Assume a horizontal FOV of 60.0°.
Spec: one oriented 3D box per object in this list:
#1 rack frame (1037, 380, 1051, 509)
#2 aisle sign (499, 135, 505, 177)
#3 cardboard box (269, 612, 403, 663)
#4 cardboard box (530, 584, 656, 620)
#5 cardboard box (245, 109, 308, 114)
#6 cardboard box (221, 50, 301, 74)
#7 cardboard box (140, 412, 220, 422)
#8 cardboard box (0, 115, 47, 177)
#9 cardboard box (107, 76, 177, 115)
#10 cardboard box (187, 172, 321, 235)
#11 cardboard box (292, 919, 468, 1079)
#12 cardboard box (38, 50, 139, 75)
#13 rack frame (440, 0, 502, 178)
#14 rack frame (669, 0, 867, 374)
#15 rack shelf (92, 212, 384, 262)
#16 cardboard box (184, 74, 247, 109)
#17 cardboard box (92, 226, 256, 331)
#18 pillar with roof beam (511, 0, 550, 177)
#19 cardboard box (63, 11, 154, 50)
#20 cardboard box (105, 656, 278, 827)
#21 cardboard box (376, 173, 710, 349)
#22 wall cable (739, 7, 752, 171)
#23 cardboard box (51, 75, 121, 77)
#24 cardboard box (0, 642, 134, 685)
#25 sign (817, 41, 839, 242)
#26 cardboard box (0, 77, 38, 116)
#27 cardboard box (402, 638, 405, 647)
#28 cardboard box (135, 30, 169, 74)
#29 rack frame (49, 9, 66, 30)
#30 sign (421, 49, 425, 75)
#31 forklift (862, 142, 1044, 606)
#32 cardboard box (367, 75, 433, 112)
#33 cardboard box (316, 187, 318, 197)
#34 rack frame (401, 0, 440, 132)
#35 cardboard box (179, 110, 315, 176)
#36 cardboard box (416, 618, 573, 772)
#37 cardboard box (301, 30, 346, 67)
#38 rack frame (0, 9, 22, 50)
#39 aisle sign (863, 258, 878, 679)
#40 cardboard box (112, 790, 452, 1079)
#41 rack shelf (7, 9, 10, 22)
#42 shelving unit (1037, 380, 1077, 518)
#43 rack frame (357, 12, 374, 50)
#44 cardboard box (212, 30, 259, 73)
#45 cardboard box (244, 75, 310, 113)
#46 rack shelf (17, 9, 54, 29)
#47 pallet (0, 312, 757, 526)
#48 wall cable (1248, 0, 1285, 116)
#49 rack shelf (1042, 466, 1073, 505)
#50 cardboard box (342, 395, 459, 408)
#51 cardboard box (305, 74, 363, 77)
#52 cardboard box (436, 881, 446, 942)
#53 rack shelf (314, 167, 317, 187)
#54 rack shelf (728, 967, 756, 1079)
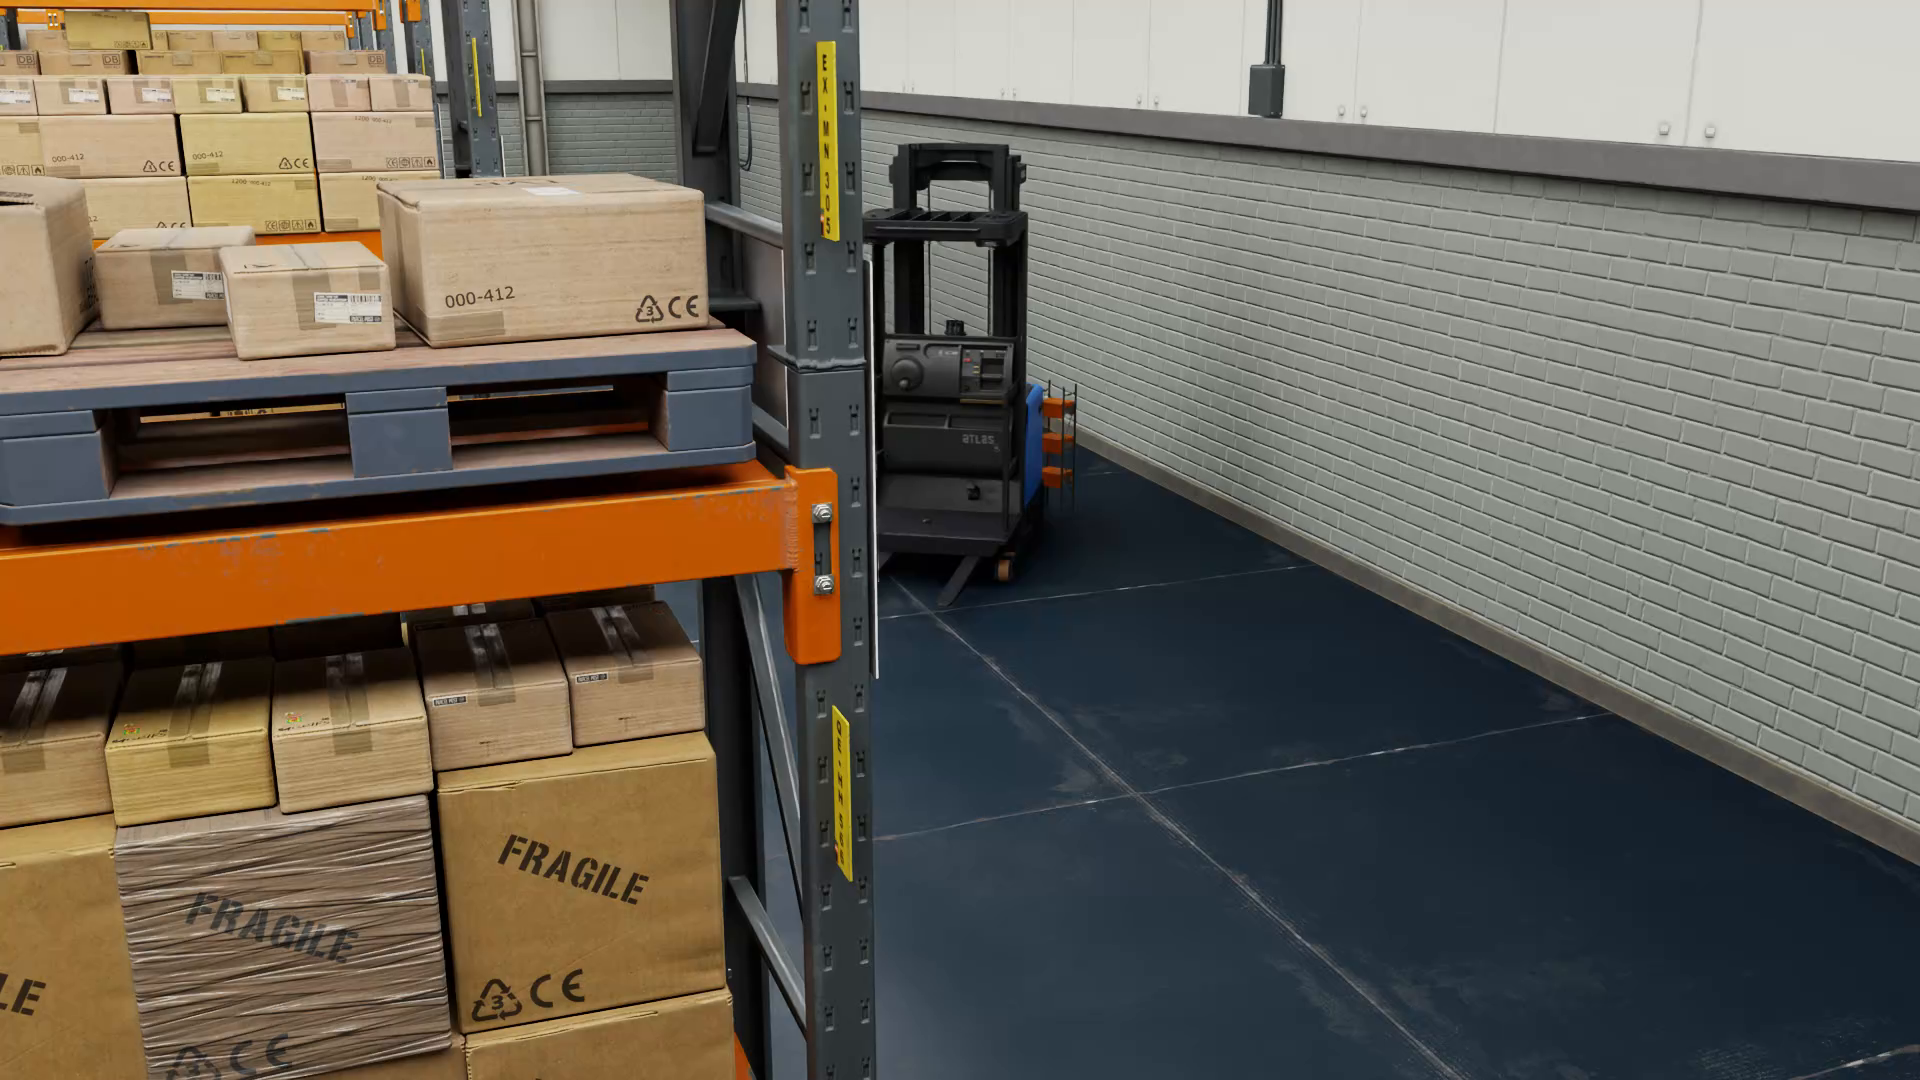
[{"bbox_3d":[0.657,-0.744,13.265,0.008,1.050,0.200,11,19,33],"label":"rack frame"},{"bbox_3d":[-2.096,-1.461,7.636,0.004,0.787,0.394,-6,17,-20],"label":"aisle sign"},{"bbox_3d":[-1.339,0.172,3.585,0.250,0.149,0.380,-6,17,-18],"label":"cardboard box"},{"bbox_3d":[-0.836,0.131,3.726,0.250,0.149,0.380,-6,17,-19],"label":"cardboard box"},{"bbox_3d":[-3.261,-1.864,7.676,0.500,0.250,0.500,-6,18,-21],"label":"cardboard box"},{"bbox_3d":[-4.987,-3.246,11.903,0.500,0.500,0.700,-7,18,-22],"label":"cardboard box"},{"bbox_3d":[-3.565,-0.738,7.309,0.500,0.500,0.500,-5,17,-17],"label":"cardboard box"},{"bbox_3d":[-4.042,-1.628,6.875,0.500,0.250,0.500,-7,18,-22],"label":"cardboard box"},{"bbox_3d":[-3.447,-1.883,7.034,0.250,0.149,0.380,-7,18,-21],"label":"cardboard box"},{"bbox_3d":[-3.075,-1.484,7.270,0.500,0.250,0.500,-6,17,-20],"label":"cardboard box"},{"bbox_3d":[-1.236,1.124,3.270,0.500,0.500,0.500,-7,18,-21],"label":"cardboard box"},{"bbox_3d":[-5.935,-3.097,11.397,0.500,0.500,0.700,-5,17,-18],"label":"cardboard box"},{"bbox_3d":[-2.271,-3.164,7.401,0.127,3.000,1.000,-6,17,-20],"label":"rack frame"},{"bbox_3d":[-0.406,-1.872,3.001,0.127,3.000,1.000,-6,17,-20],"label":"rack frame"},{"bbox_3d":[-4.139,-1.178,7.238,4.000,0.370,1.077,-6,17,-20],"label":"rack shelf"},{"bbox_3d":[-3.407,-2.058,7.629,0.250,0.149,0.380,-6,17,-19],"label":"cardboard box"},{"bbox_3d":[-1.504,-0.512,3.218,0.250,0.149,0.380,-5,17,-18],"label":"cardboard box"},{"bbox_3d":[-5.517,-7.756,23.038,0.400,9.000,9.100,-6,17,-20],"label":"pillar with roof beam"},{"bbox_3d":[-5.842,-3.496,11.425,0.500,0.250,0.500,-7,18,-22],"label":"cardboard box"},{"bbox_3d":[-1.359,0.351,2.975,0.250,0.149,0.380,-6,17,-19],"label":"cardboard box"},{"bbox_3d":[-0.794,-0.541,3.136,0.500,0.250,0.500,-8,18,-25],"label":"cardboard box"},{"bbox_3d":[-3.860,-7.375,27.253,0.112,2.526,3.097,-6,17,-20],"label":"wall cable"},{"bbox_3d":[-3.890,-2.002,7.440,0.250,0.149,0.380,-6,17,-18],"label":"cardboard box"},{"bbox_3d":[-1.805,0.244,3.341,0.250,0.149,0.380,-6,17,-20],"label":"cardboard box"},{"bbox_3d":[-0.225,-0.675,2.819,0.005,0.325,0.100,-6,17,-20],"label":"sign"},{"bbox_3d":[-3.921,-1.824,6.832,0.250,0.149,0.380,-7,18,-22],"label":"cardboard box"},{"bbox_3d":[-1.436,0.507,3.598,0.500,0.500,0.500,-7,18,-22],"label":"cardboard box"},{"bbox_3d":[-9.805,-5.895,20.074,0.500,0.500,0.700,-6,17,-20],"label":"cardboard box"},{"bbox_3d":[-13.004,-7.985,23.820,0.127,3.000,1.000,-6,17,-20],"label":"rack frame"},{"bbox_3d":[-3.771,-3.282,11.698,0.005,0.325,0.100,-6,17,-20],"label":"sign"},{"bbox_3d":[-0.122,-1.219,11.548,1.130,2.935,3.031,3,17,10],"label":"forklift"},{"bbox_3d":[-2.477,-1.973,7.341,0.250,0.149,0.380,-6,18,-21],"label":"cardboard box"},{"bbox_3d":[-8.282,-4.567,20.873,0.500,0.500,0.500,-6,17,-19],"label":"cardboard box"},{"bbox_3d":[-3.952,-4.479,11.880,0.127,3.000,1.000,-6,17,-20],"label":"rack frame"},{"bbox_3d":[-3.087,-1.727,7.211,0.500,0.250,0.500,-7,18,-22],"label":"cardboard box"},{"bbox_3d":[-0.898,0.289,3.188,0.250,0.149,0.380,-6,17,-19],"label":"cardboard box"},{"bbox_3d":[-7.967,-6.118,20.833,0.500,0.500,0.700,-6,17,-20],"label":"cardboard box"},{"bbox_3d":[-11.228,-6.682,19.383,0.127,3.000,1.000,-6,17,-20],"label":"rack frame"},{"bbox_3d":[-0.228,-0.166,3.227,0.004,0.787,0.394,-6,17,-20],"label":"aisle sign"},{"bbox_3d":[-1.248,0.651,3.106,0.500,0.500,0.500,-6,17,-20],"label":"cardboard box"},{"bbox_3d":[-13.096,-5.944,18.854,4.000,0.370,1.077,-6,17,-20],"label":"rack shelf"},{"bbox_3d":[0.757,-0.724,13.198,0.252,1.050,0.215,11,19,33],"label":"shelving unit"},{"bbox_3d":[-7.493,-7.086,20.756,0.127,3.000,1.000,-6,17,-20],"label":"rack frame"},{"bbox_3d":[-8.893,-6.011,20.470,0.500,0.500,0.700,-6,17,-20],"label":"cardboard box"},{"bbox_3d":[-2.981,-1.948,7.255,0.250,0.149,0.380,-7,18,-22],"label":"cardboard box"},{"bbox_3d":[-14.872,-7.247,23.291,4.000,0.370,1.077,-6,17,-20],"label":"rack shelf"},{"bbox_3d":[-1.095,-0.312,3.172,1.213,0.211,1.003,-6,17,-20],"label":"pallet"},{"bbox_3d":[2.562,-5.686,10.279,0.120,5.999,2.277,-6,17,-20],"label":"wall cable"},{"bbox_3d":[0.756,-0.447,13.278,0.240,0.259,0.215,11,19,33],"label":"rack shelf"},{"bbox_3d":[-2.610,-0.844,7.669,0.500,0.500,0.500,-7,18,-21],"label":"cardboard box"},{"bbox_3d":[-2.900,-2.090,7.739,0.250,0.149,0.380,-5,17,-18],"label":"cardboard box"},{"bbox_3d":[-1.419,0.990,3.726,0.500,0.500,0.500,-6,18,-21],"label":"cardboard box"},{"bbox_3d":[-5.819,-2.493,11.717,4.000,0.370,1.077,-6,17,-20],"label":"rack shelf"},{"bbox_3d":[-2.273,1.554,3.261,4.000,0.370,1.077,-6,17,-20],"label":"rack shelf"}]
